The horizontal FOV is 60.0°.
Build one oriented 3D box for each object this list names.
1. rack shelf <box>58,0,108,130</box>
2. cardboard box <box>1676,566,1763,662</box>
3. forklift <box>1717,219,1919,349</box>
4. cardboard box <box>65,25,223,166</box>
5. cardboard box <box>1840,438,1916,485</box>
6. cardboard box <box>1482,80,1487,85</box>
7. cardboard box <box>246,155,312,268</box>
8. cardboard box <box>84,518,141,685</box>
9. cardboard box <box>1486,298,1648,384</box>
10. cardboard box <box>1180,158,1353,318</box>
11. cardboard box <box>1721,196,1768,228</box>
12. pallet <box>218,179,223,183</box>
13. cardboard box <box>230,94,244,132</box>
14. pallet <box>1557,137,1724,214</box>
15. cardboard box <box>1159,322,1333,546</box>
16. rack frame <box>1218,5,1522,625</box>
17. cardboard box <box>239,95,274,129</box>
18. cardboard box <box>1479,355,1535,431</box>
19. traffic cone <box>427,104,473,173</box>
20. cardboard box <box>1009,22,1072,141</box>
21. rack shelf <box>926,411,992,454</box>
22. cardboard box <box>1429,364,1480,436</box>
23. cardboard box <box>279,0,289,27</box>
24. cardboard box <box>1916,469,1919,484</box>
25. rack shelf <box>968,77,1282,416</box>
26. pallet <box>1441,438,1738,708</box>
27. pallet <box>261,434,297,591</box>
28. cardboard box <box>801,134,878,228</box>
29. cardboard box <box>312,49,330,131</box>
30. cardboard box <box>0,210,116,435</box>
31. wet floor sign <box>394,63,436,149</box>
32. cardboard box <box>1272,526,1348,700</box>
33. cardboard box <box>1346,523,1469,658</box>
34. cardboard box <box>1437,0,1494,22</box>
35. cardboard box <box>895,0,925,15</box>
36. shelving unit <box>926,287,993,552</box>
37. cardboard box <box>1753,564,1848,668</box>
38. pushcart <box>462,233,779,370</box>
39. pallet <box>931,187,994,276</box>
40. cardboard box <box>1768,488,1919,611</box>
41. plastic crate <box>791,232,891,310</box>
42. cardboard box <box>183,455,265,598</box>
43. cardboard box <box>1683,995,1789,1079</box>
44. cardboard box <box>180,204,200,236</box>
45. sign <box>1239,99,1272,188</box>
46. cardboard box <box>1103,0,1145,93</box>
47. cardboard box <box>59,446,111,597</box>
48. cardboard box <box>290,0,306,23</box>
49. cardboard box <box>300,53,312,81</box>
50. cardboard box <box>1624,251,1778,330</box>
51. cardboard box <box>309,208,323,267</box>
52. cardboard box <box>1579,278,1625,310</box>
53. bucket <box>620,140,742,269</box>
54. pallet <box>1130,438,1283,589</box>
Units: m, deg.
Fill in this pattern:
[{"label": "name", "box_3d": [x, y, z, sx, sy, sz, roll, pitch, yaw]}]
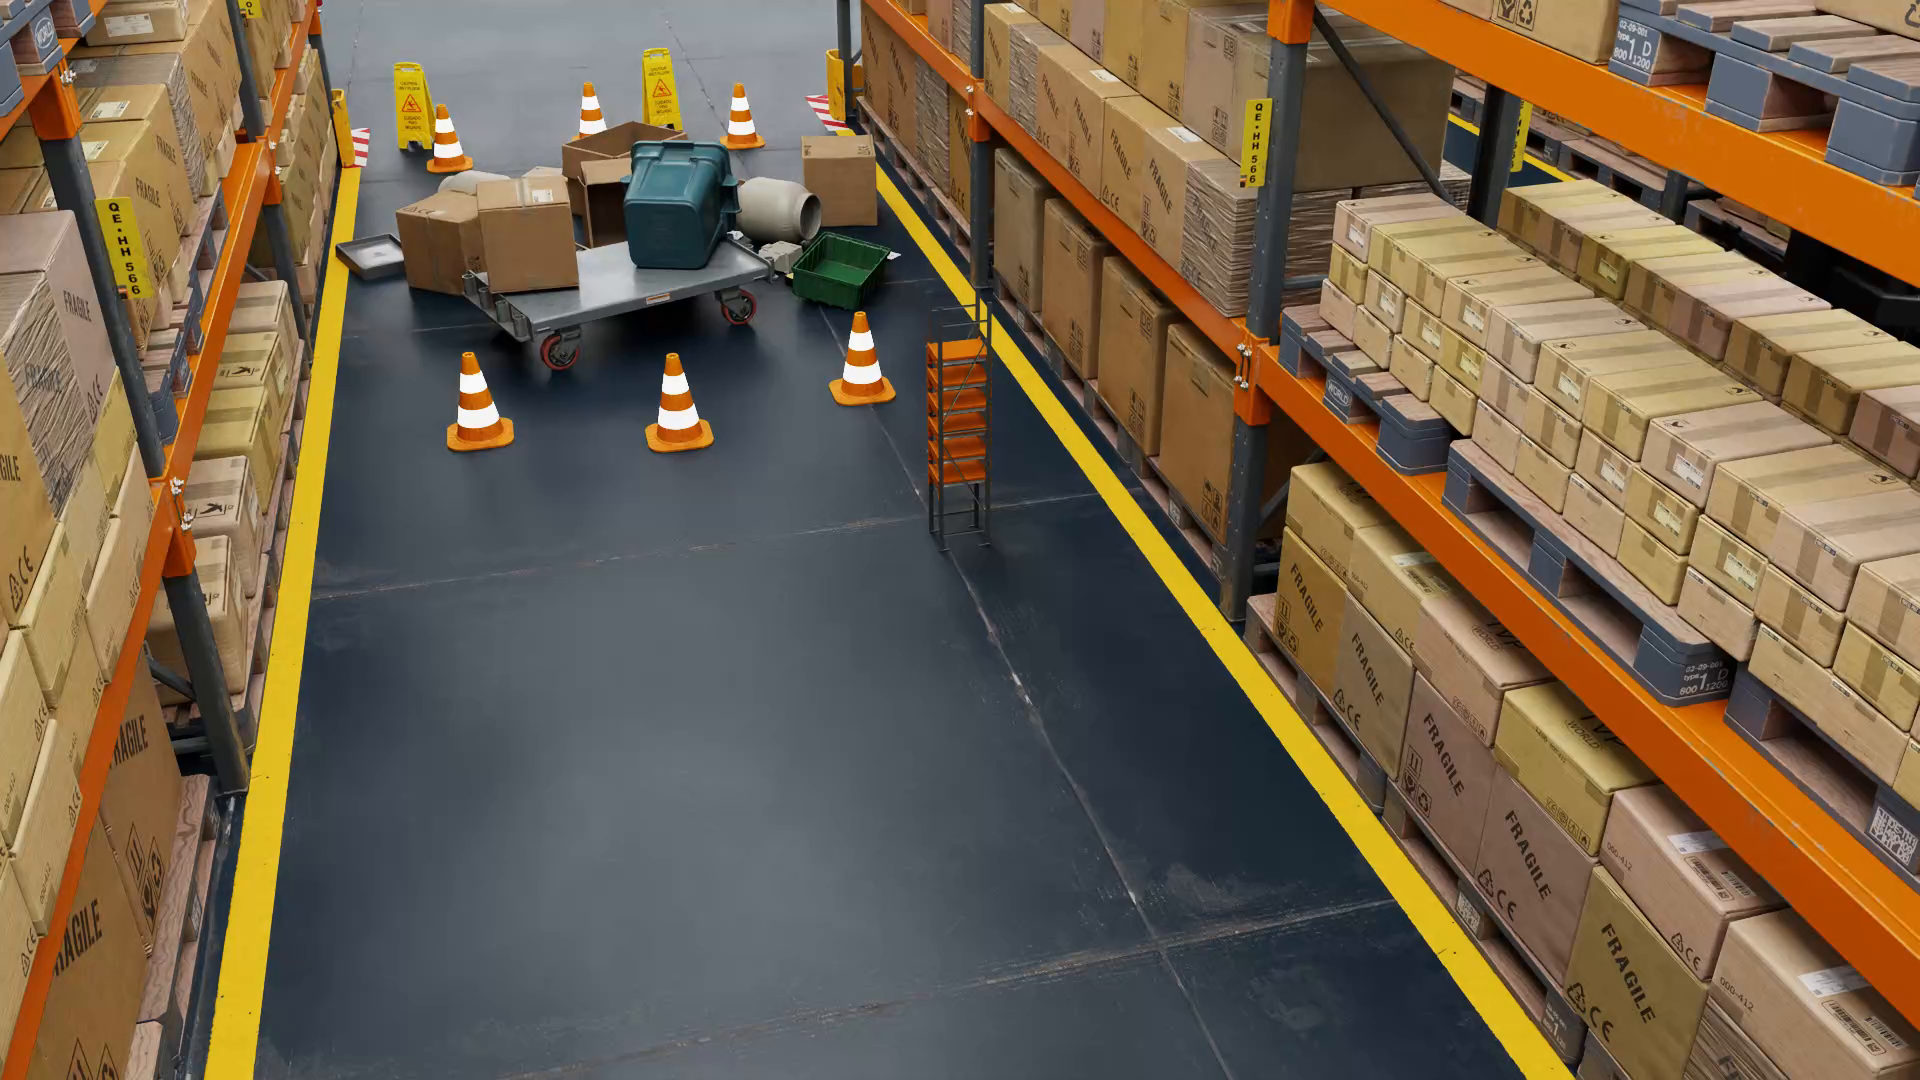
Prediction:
[{"label": "rack shelf", "box_3d": [-3.654, -2.278, 6.416, 1.077, 0.370, 4.000, -8, 31, -13]}, {"label": "cardboard box", "box_3d": [2.108, 0.160, 4.311, 0.380, 0.149, 0.250, -9, 31, -15]}, {"label": "forklift", "box_3d": [4.015, -1.427, 7.289, 1.130, 2.935, 3.031, -5, 30, -8]}, {"label": "cardboard box", "box_3d": [-3.577, -1.929, 7.273, 0.500, 0.500, 0.500, -7, 31, -12]}, {"label": "cardboard box", "box_3d": [2.670, -0.187, 4.613, 0.380, 0.149, 0.250, -8, 31, -14]}, {"label": "cardboard box", "box_3d": [4.649, -4.019, 13.775, 0.500, 0.500, 0.500, 0, 30, 0]}, {"label": "cardboard box", "box_3d": [-4.081, -1.895, 9.606, 0.500, 0.500, 0.500, -6, 31, -11]}, {"label": "cardboard box", "box_3d": [-2.588, 0.194, 4.571, 0.500, 0.250, 0.500, -7, 31, -12]}, {"label": "cardboard box", "box_3d": [1.836, -0.607, 5.042, 0.380, 0.149, 0.250, -6, 31, -11]}, {"label": "cardboard box", "box_3d": [1.244, -1.258, 6.829, 0.500, 0.500, 0.500, -8, 31, -13]}, {"label": "cardboard box", "box_3d": [5.512, -2.384, 10.931, 0.700, 0.500, 0.500, -10, 32, -17]}, {"label": "pallet", "box_3d": [-4.123, -1.786, 8.033, 1.003, 0.211, 1.213, -8, 31, -13]}, {"label": "cardboard box", "box_3d": [-3.783, -2.119, 8.248, 0.380, 0.149, 0.250, -7, 31, -13]}, {"label": "pallet", "box_3d": [5.157, -2.688, 12.183, 1.003, 0.211, 1.213, -8, 31, -13]}, {"label": "cardboard box", "box_3d": [1.547, -0.547, 7.527, 1.050, 0.750, 0.750, -8, 31, -14]}, {"label": "rack frame", "box_3d": [1.622, -1.033, 6.540, 1.000, 3.000, 0.127, -8, 31, -13]}, {"label": "cardboard box", "box_3d": [-3.960, -2.344, 9.055, 0.380, 0.149, 0.250, -8, 31, -14]}, {"label": "cardboard box", "box_3d": [1.837, -0.473, 5.107, 0.380, 0.149, 0.250, -8, 31, -13]}, {"label": "traffic cone", "box_3d": [-3.889, -3.055, 12.567, 0.336, 0.463, 0.334, -8, 31, -13]}, {"label": "cardboard box", "box_3d": [0.575, -2.474, 8.931, 0.500, 0.500, 0.500, -8, 31, -13]}, {"label": "rack shelf", "box_3d": [-0.004, -0.488, 7.484, 0.258, 0.103, 0.180, -8, 31, -13]}, {"label": "cardboard box", "box_3d": [1.763, -0.473, 5.404, 0.380, 0.149, 0.250, -6, 31, -11]}, {"label": "cardboard box", "box_3d": [-4.463, -3.404, 10.240, 0.500, 0.500, 0.500, -7, 31, -13]}, {"label": "cardboard box", "box_3d": [2.745, -0.185, 4.313, 0.380, 0.149, 0.250, -8, 31, -14]}, {"label": "rack shelf", "box_3d": [1.091, -1.687, 8.389, 1.077, 0.370, 4.000, -8, 31, -13]}, {"label": "pallet", "box_3d": [2.187, 0.001, 4.945, 1.003, 0.211, 1.213, -8, 31, -13]}, {"label": "pallet", "box_3d": [-3.650, -0.084, 7.685, 1.003, 0.211, 1.213, -8, 31, -13]}, {"label": "cardboard box", "box_3d": [-0.841, -2.497, 11.562, 0.500, 0.500, 0.500, -3, 30, -5]}, {"label": "cardboard box", "box_3d": [-4.783, -3.153, 11.781, 0.500, 0.500, 0.500, -8, 31, -13]}, {"label": "cardboard box", "box_3d": [-2.734, -0.587, 4.671, 0.500, 0.500, 0.500, -9, 31, -15]}, {"label": "wet floor sign", "box_3d": [-4.266, -3.404, 12.988, 0.267, 0.644, 0.232, 2, 30, 4]}, {"label": "cardboard box", "box_3d": [1.564, 0.243, 6.412, 0.500, 0.500, 0.500, -9, 31, -15]}, {"label": "cardboard box", "box_3d": [1.706, 0.153, 5.819, 0.500, 0.250, 0.500, -8, 31, -14]}, {"label": "cardboard box", "box_3d": [1.657, -1.822, 4.810, 0.500, 0.500, 0.500, -8, 31, -13]}, {"label": "cardboard box", "box_3d": [0.016, -3.988, 11.495, 0.875, 0.550, 0.500, -8, 31, -13]}, {"label": "shelving unit", "box_3d": [-0.004, -0.526, 7.462, 0.258, 1.200, 0.189, -8, 31, -13]}, {"label": "cardboard box", "box_3d": [2.177, 0.153, 4.026, 0.380, 0.149, 0.250, -9, 31, -15]}, {"label": "pushcart", "box_3d": [-2.000, -1.450, 9.878, 1.648, 0.377, 0.936, -20, 35, -30]}, {"label": "pallet", "box_3d": [0.434, -2.135, 11.228, 1.003, 0.211, 1.213, -8, 31, -13]}, {"label": "cardboard box", "box_3d": [2.180, 0.019, 3.960, 0.380, 0.149, 0.250, -8, 31, -13]}, {"label": "plastic crate", "box_3d": [-0.749, -1.682, 10.411, 0.450, 0.188, 0.662, 16, 32, 7]}, {"label": "cardboard box", "box_3d": [-3.467, 0.000, 6.959, 0.950, 0.372, 0.625, -8, 31, -14]}, {"label": "cardboard box", "box_3d": [2.245, 1.475, 4.283, 0.500, 0.500, 0.500, -8, 31, -14]}, {"label": "cardboard box", "box_3d": [-3.413, -1.367, 6.950, 0.380, 0.149, 0.250, -7, 31, -12]}, {"label": "sign", "box_3d": [1.088, -1.458, 6.119, 0.100, 0.325, 0.005, -8, 31, -13]}, {"label": "cardboard box", "box_3d": [1.103, -2.465, 7.917, 0.700, 0.500, 0.500, -8, 31, -14]}, {"label": "cardboard box", "box_3d": [-2.610, -0.030, 4.458, 0.500, 0.250, 0.500, -9, 31, -15]}, {"label": "cardboard box", "box_3d": [-4.622, -3.574, 11.181, 0.380, 0.149, 0.250, -7, 31, -12]}, {"label": "cardboard box", "box_3d": [-4.557, -3.144, 11.117, 0.380, 0.149, 0.250, -7, 31, -12]}, {"label": "cardboard box", "box_3d": [2.403, -0.811, 5.394, 0.380, 0.149, 0.250, -7, 31, -12]}, {"label": "cardboard box", "box_3d": [-4.234, -1.826, 10.237, 0.500, 0.250, 0.500, -6, 31, -10]}, {"label": "cardboard box", "box_3d": [2.337, -0.801, 5.674, 0.380, 0.149, 0.250, -7, 31, -12]}, {"label": "bucket", "box_3d": [-1.698, -1.965, 9.900, 0.726, 0.611, 0.620, 2, 40, 4]}, {"label": "pallet", "box_3d": [1.486, -0.216, 7.913, 1.003, 0.211, 1.213, -8, 31, -13]}]
